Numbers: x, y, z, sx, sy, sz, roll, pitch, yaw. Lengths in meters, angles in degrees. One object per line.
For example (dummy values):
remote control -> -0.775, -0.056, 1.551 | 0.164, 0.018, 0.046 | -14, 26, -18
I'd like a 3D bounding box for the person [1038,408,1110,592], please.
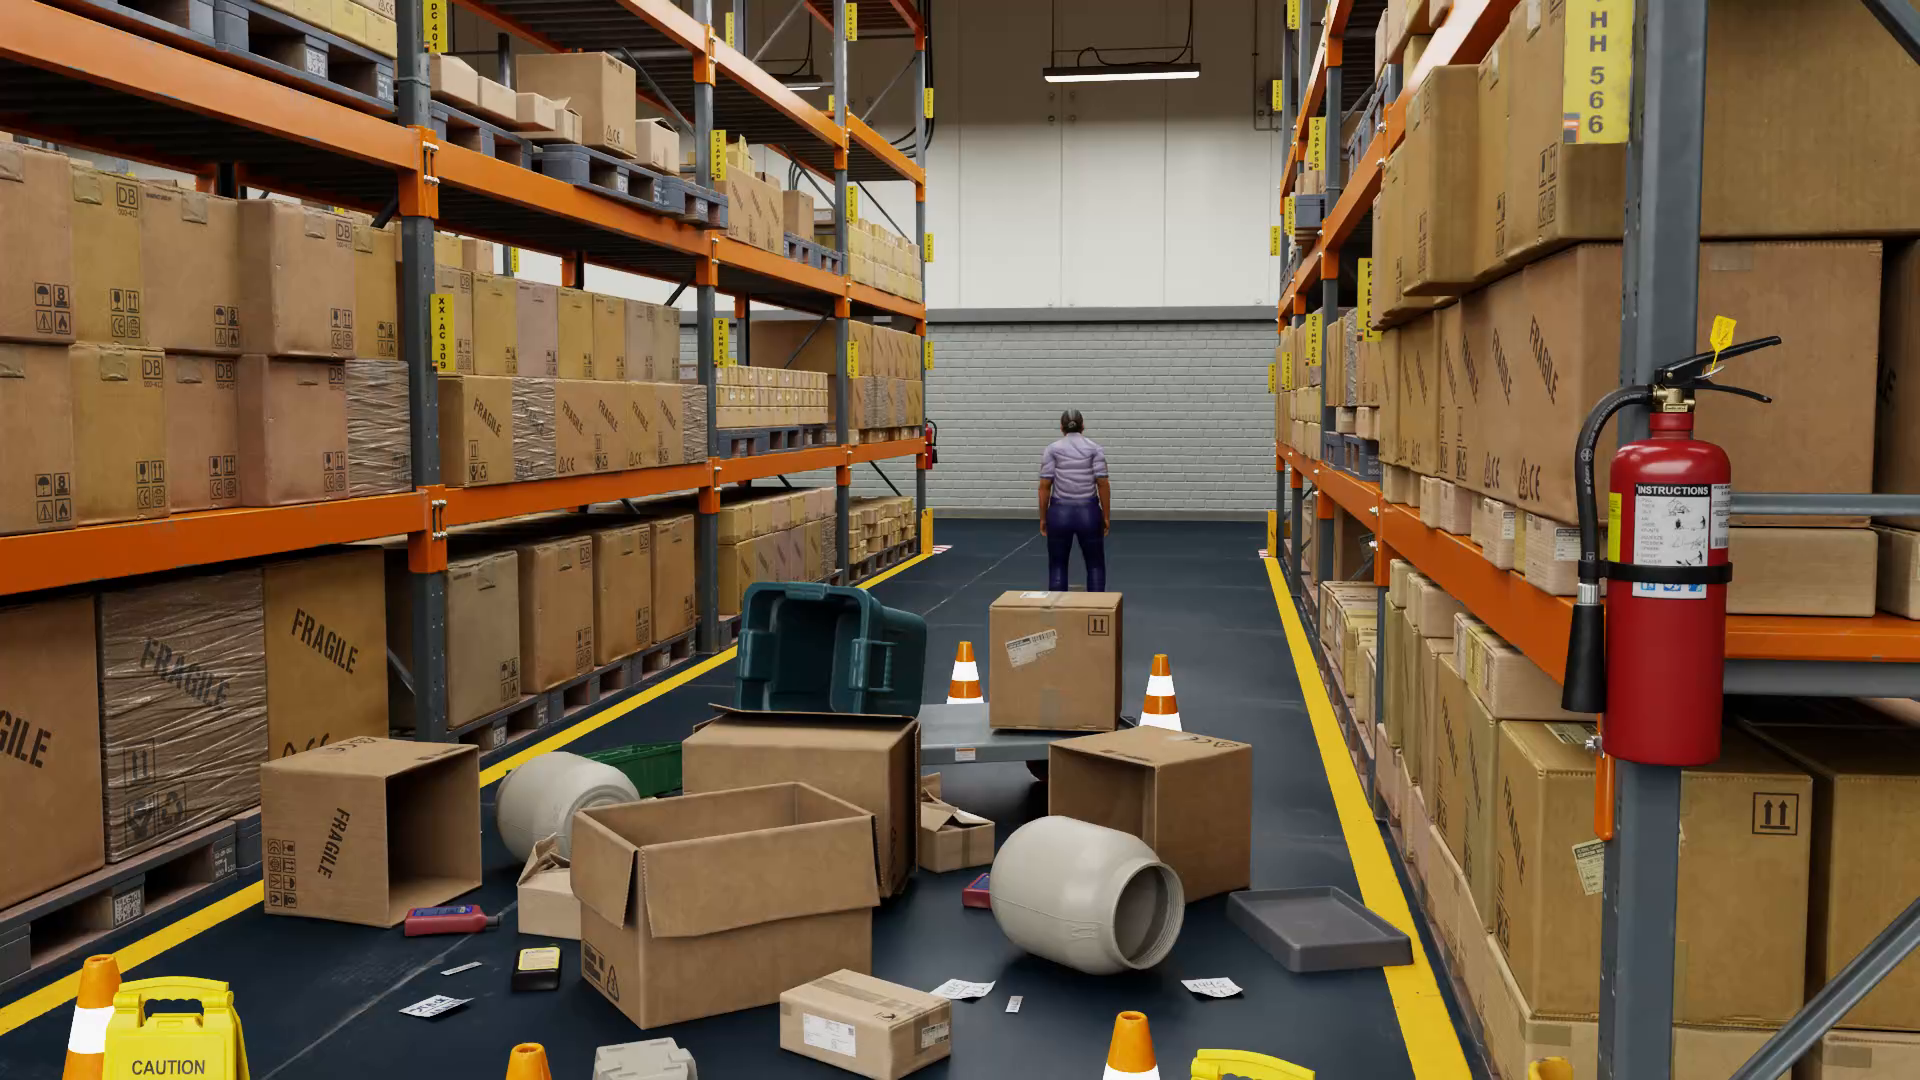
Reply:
person -> 0.852, -0.139, 12.188 | 0.555, 1.650, 0.377 | 0, 5, 5
